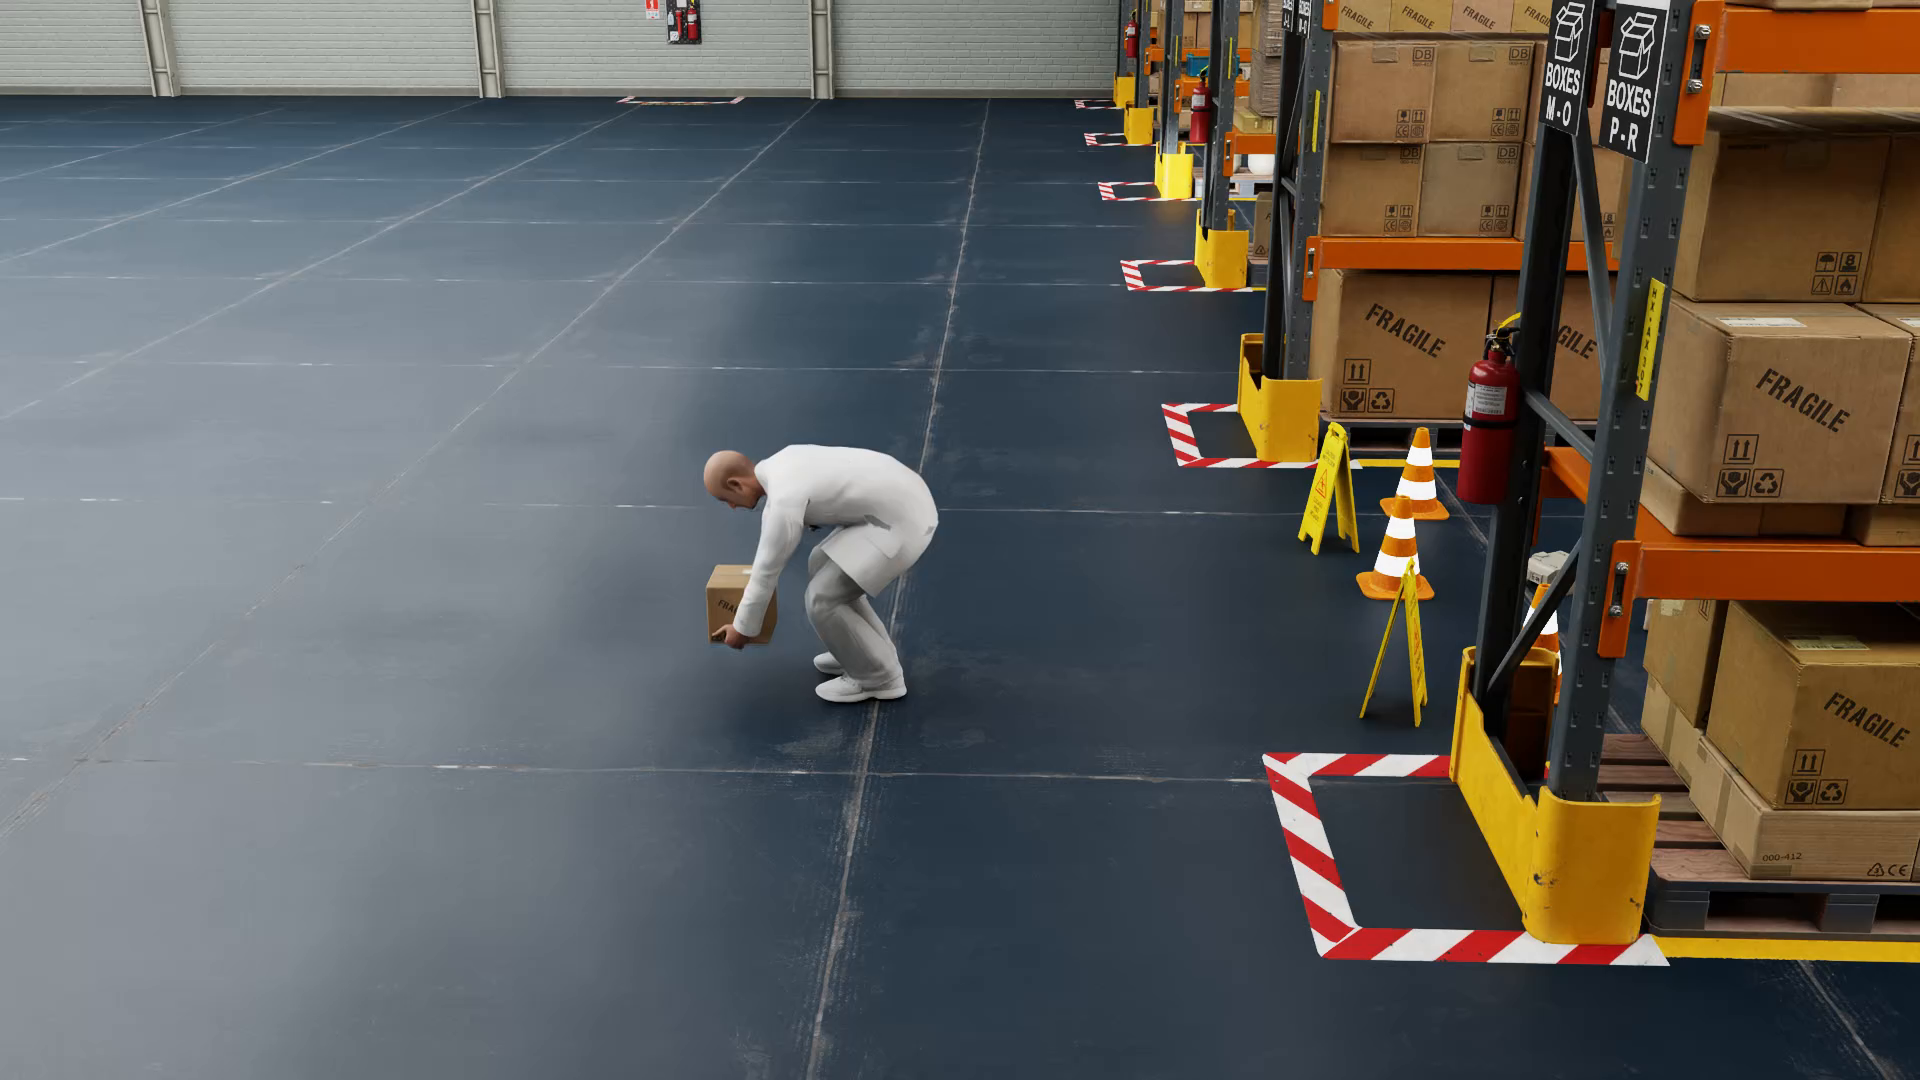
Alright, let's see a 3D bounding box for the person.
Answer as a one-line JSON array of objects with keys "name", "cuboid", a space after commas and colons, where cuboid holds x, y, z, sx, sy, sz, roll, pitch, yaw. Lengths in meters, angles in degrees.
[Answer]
[{"name": "person", "cuboid": [-0.559, 0.129, 6.837, 0.942, 1.019, 0.590, 0, 20, -1]}]
